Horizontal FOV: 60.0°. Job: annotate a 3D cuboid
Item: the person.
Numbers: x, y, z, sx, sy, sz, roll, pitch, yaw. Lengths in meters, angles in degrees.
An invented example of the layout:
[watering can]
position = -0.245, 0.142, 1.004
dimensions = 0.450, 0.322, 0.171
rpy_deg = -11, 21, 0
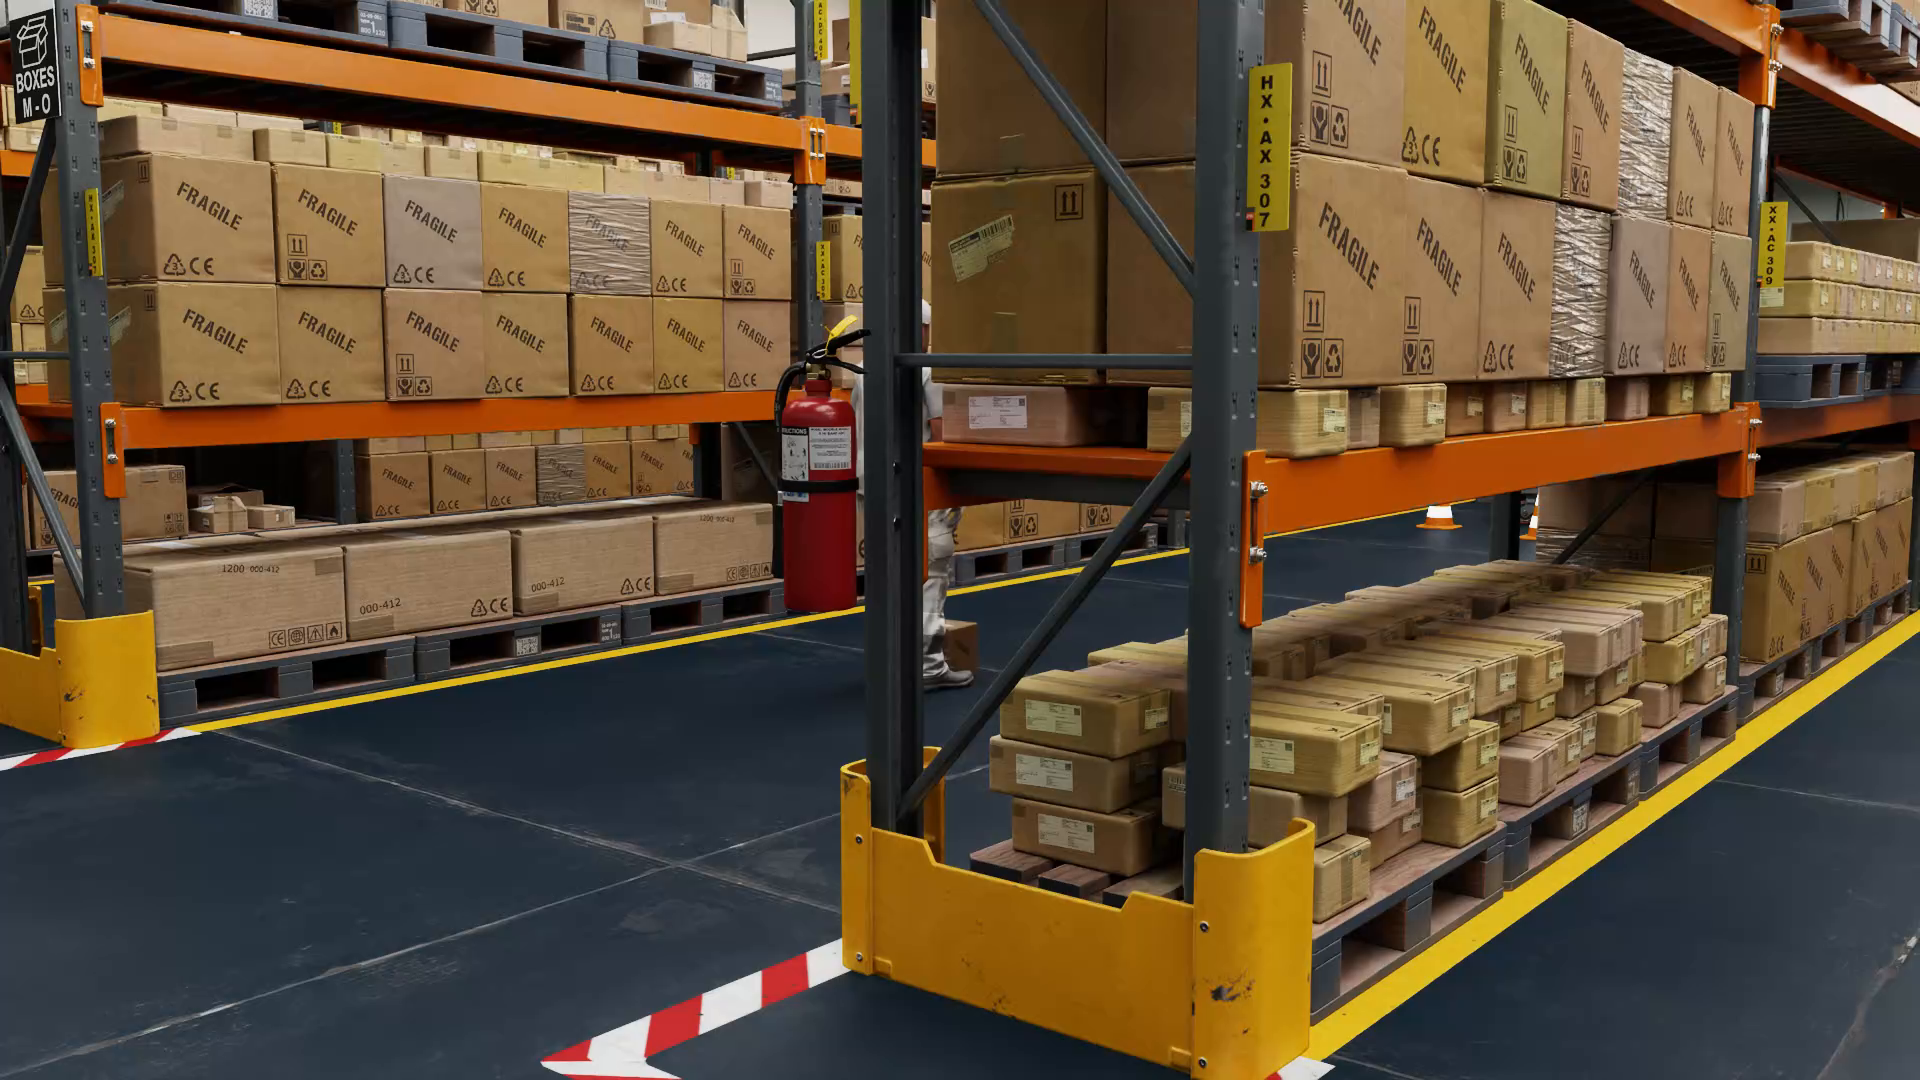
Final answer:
[person]
position = -0.238, -0.219, 7.565
dimensions = 0.606, 1.777, 0.454
rpy_deg = 5, 8, 36
